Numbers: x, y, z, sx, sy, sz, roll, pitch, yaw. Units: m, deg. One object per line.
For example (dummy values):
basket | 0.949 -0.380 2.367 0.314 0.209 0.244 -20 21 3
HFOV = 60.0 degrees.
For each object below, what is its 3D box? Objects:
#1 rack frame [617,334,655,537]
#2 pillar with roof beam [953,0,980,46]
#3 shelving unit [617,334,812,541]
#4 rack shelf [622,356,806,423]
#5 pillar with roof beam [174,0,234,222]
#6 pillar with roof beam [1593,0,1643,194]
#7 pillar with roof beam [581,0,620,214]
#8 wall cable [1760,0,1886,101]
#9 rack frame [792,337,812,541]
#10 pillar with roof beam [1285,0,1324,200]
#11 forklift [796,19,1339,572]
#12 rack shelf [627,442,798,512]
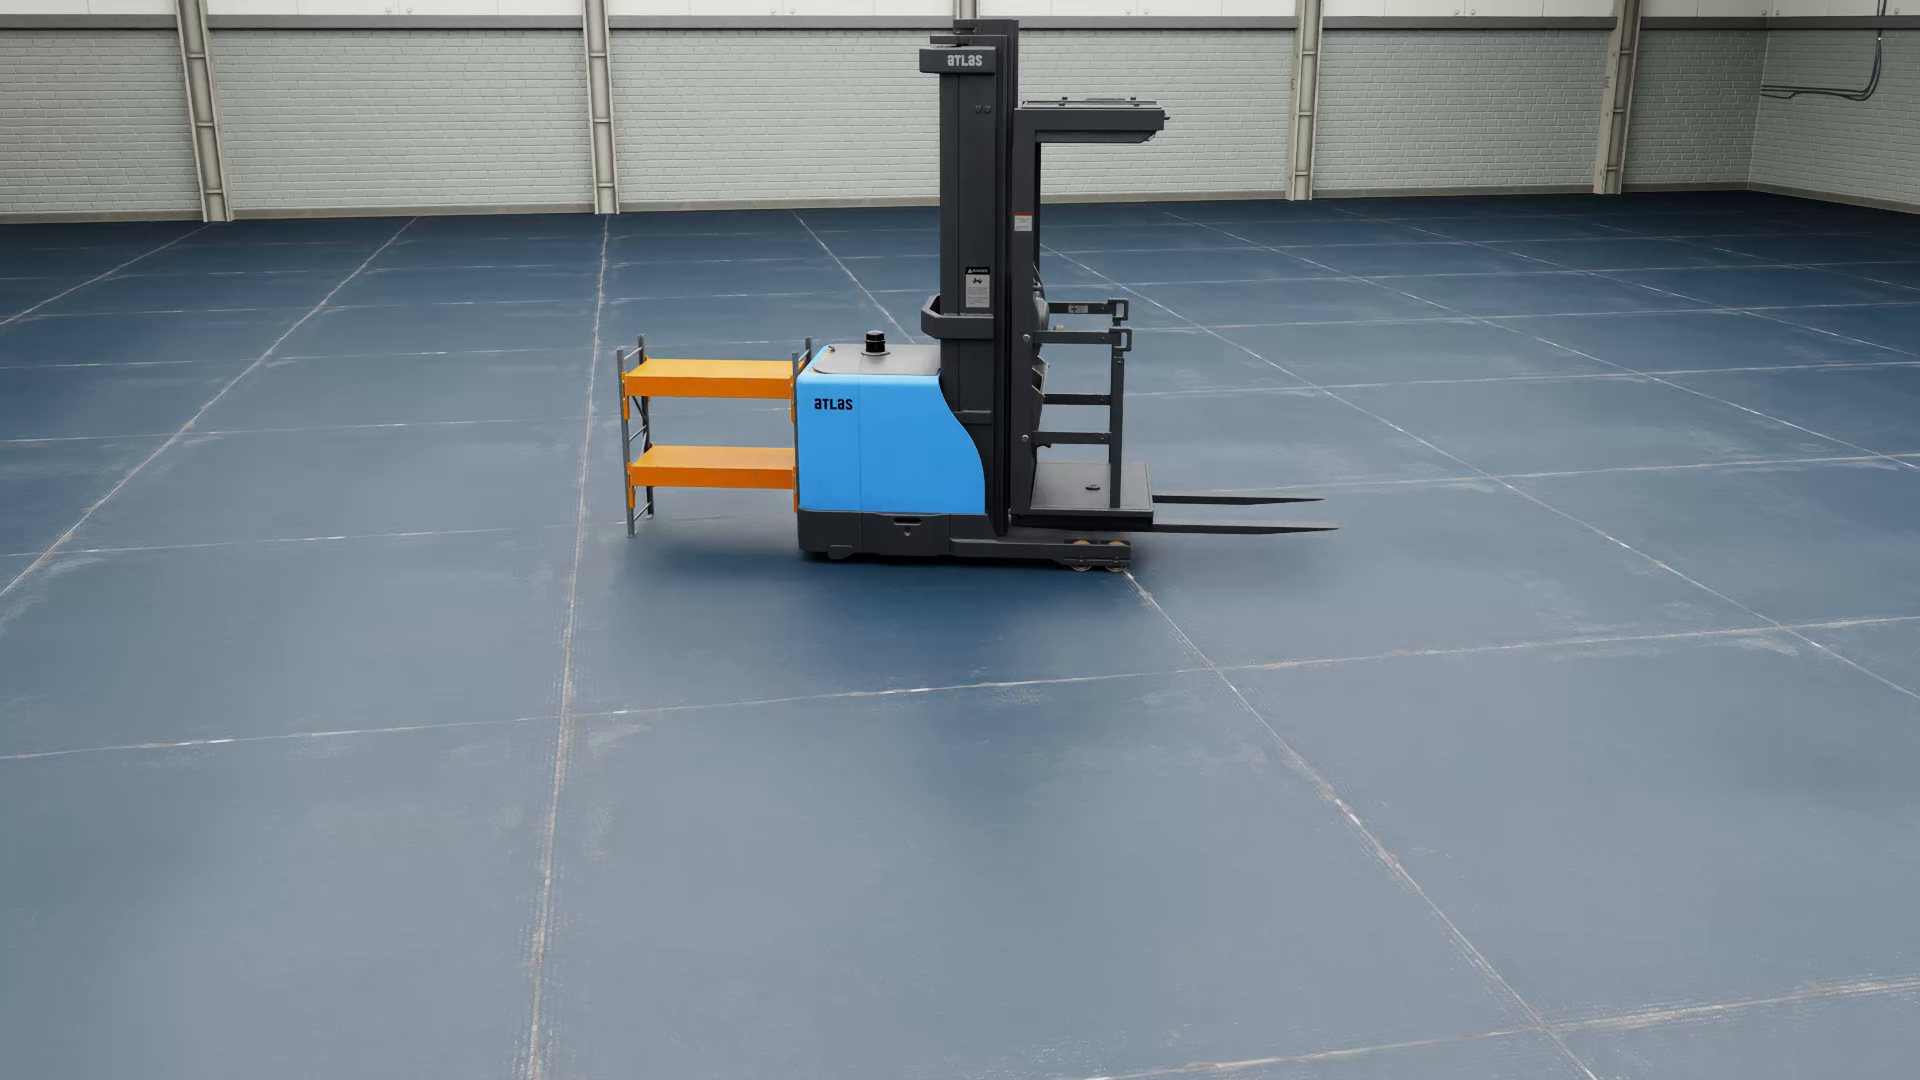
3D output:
rack frame | -1.935 -0.627 9.936 0.032 1.125 0.500 1 17 4
pillar with roof beam | 0.919 -8.766 23.026 0.400 9.000 9.100 -3 17 -10
shelving unit | -1.428 -0.615 9.897 1.048 1.125 0.538 1 17 4
rack shelf | -1.428 -0.894 9.811 1.000 0.278 0.538 1 17 4
pillar with roof beam | -10.863 -8.098 20.850 0.400 9.000 9.100 -3 17 -10
pillar with roof beam | 12.702 -9.435 25.202 0.400 9.000 9.100 -3 17 -10
pillar with roof beam | -4.972 -8.432 21.938 0.400 9.000 9.100 -3 17 -10
wall cable | 15.028 -8.974 28.992 0.112 2.526 3.097 -3 17 -10
rack frame | -0.922 -0.602 9.858 0.032 1.125 0.500 1 17 4
pillar with roof beam | 6.811 -9.100 24.114 0.400 9.000 9.100 -3 17 -10
forklift | 0.629 -1.387 9.334 3.031 2.935 1.130 1 17 4
rack shelf | -1.428 -0.381 9.969 1.000 0.278 0.538 1 17 4
